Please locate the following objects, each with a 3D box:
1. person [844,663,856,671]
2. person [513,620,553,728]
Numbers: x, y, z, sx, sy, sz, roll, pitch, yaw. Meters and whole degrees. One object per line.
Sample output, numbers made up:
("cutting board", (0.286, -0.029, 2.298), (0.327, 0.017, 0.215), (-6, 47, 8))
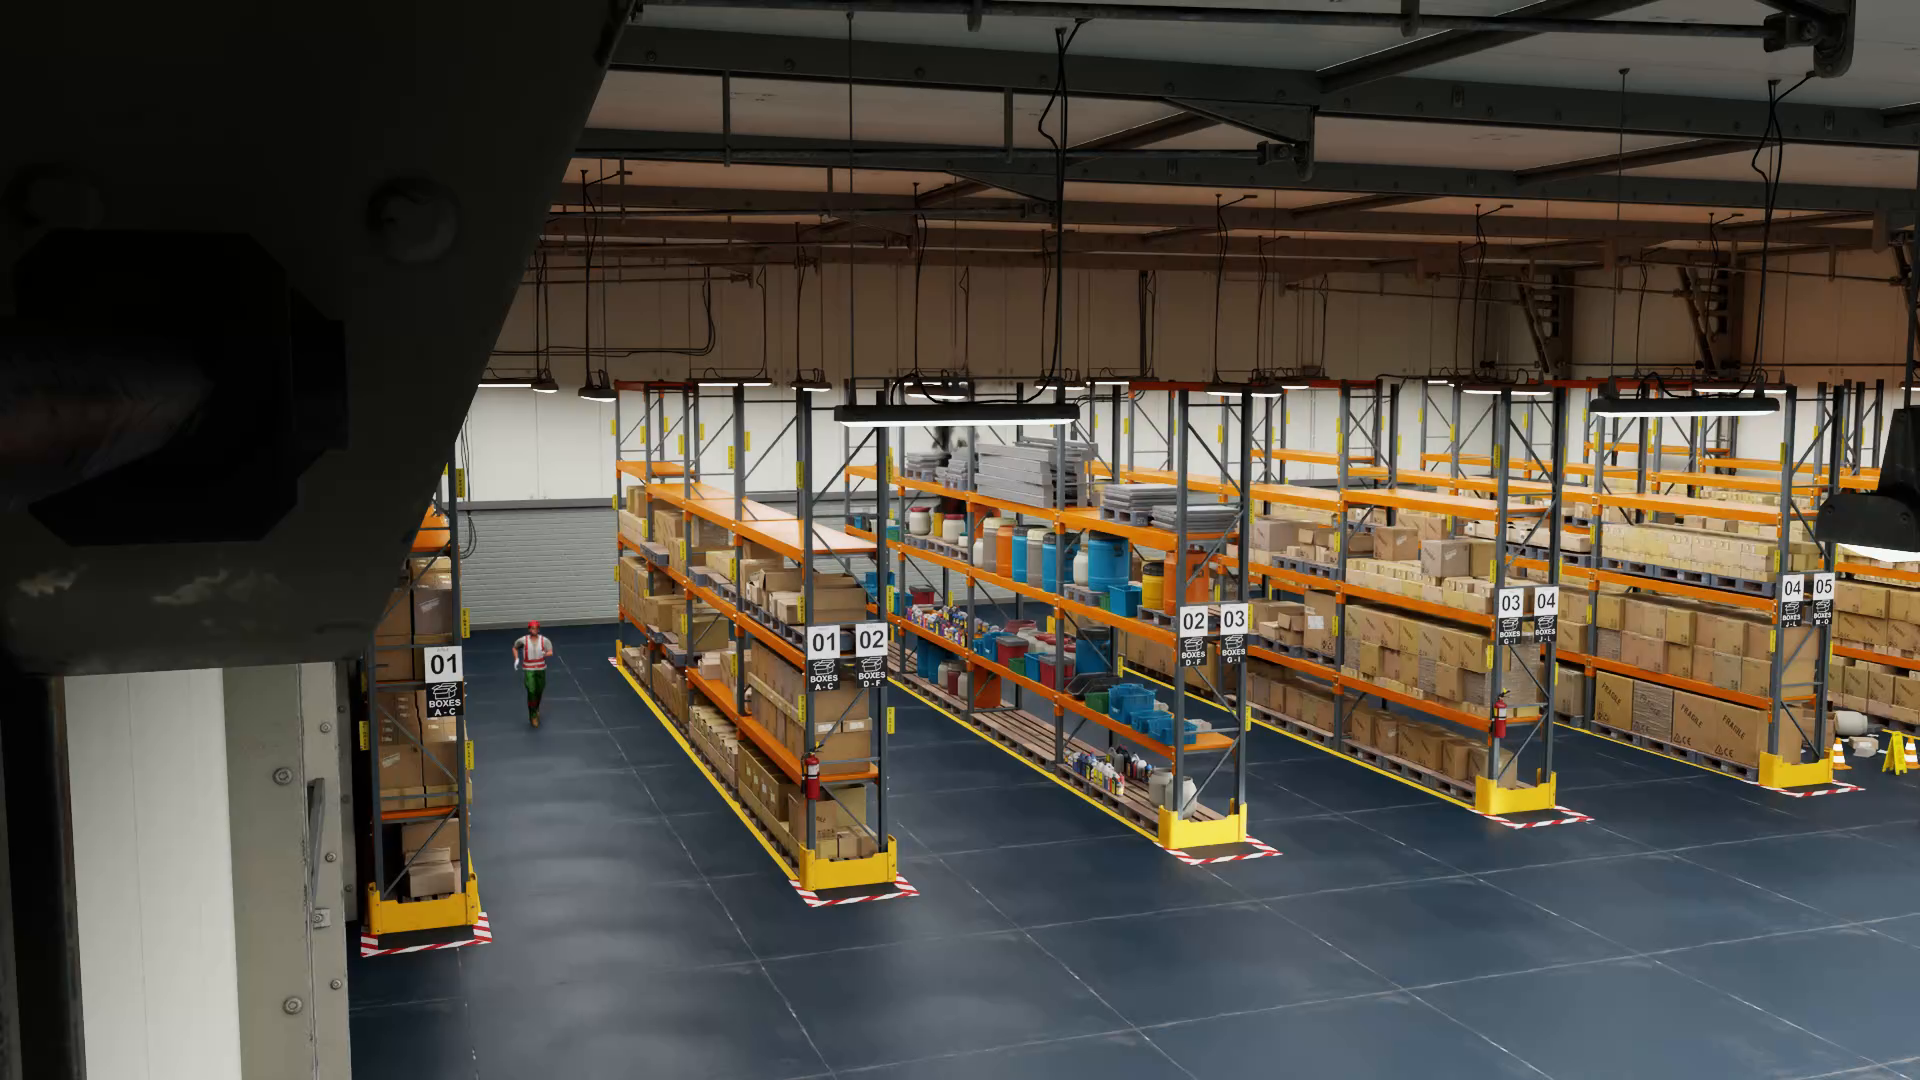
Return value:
("person", (-1.935, 2.276, 30.024), (0.698, 1.775, 0.853), (-2, 6, -20))
("person", (-7.523, 2.324, 29.375), (0.656, 1.838, 0.843), (-3, 7, -28))
